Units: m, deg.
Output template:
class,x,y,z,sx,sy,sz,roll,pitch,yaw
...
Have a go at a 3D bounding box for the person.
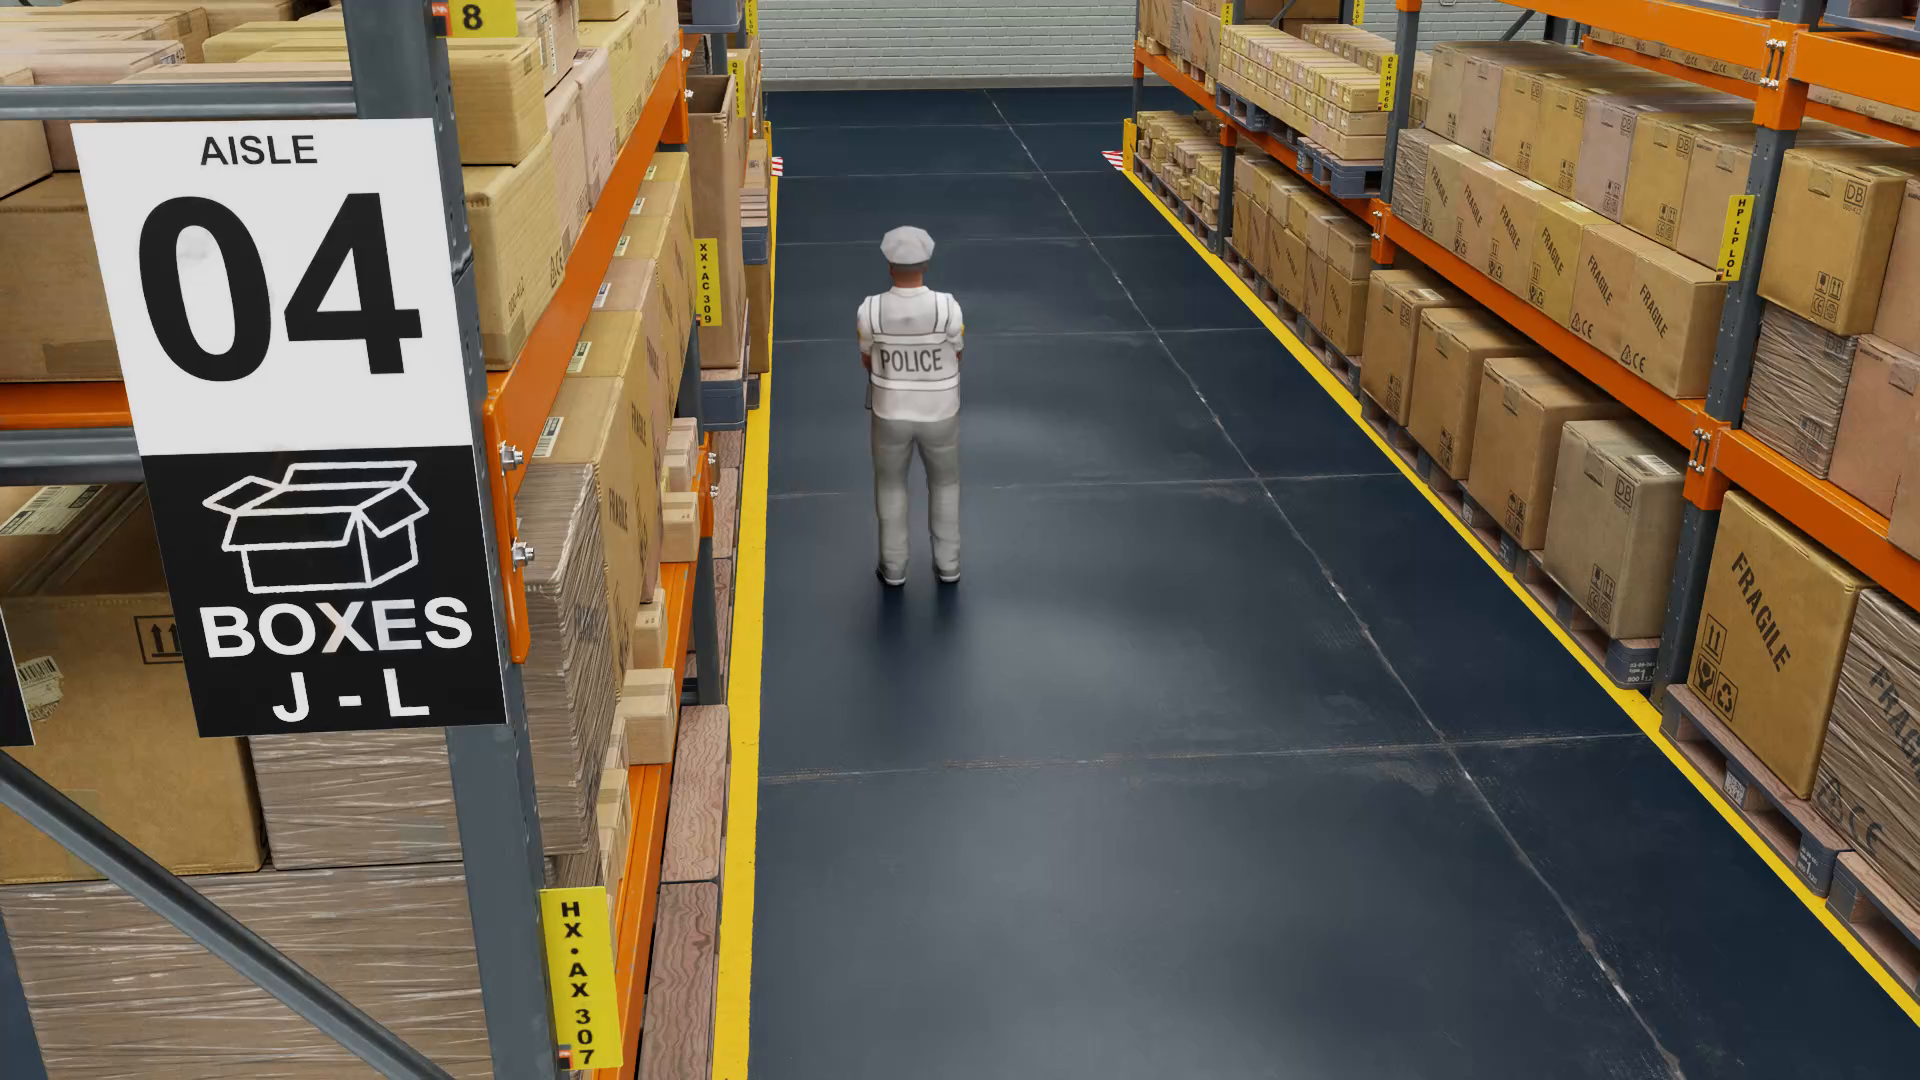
class,x,y,z,sx,sy,sz,roll,pitch,yaw
person,-0.229,-0.658,8.059,0.503,1.780,0.555,0,24,0
